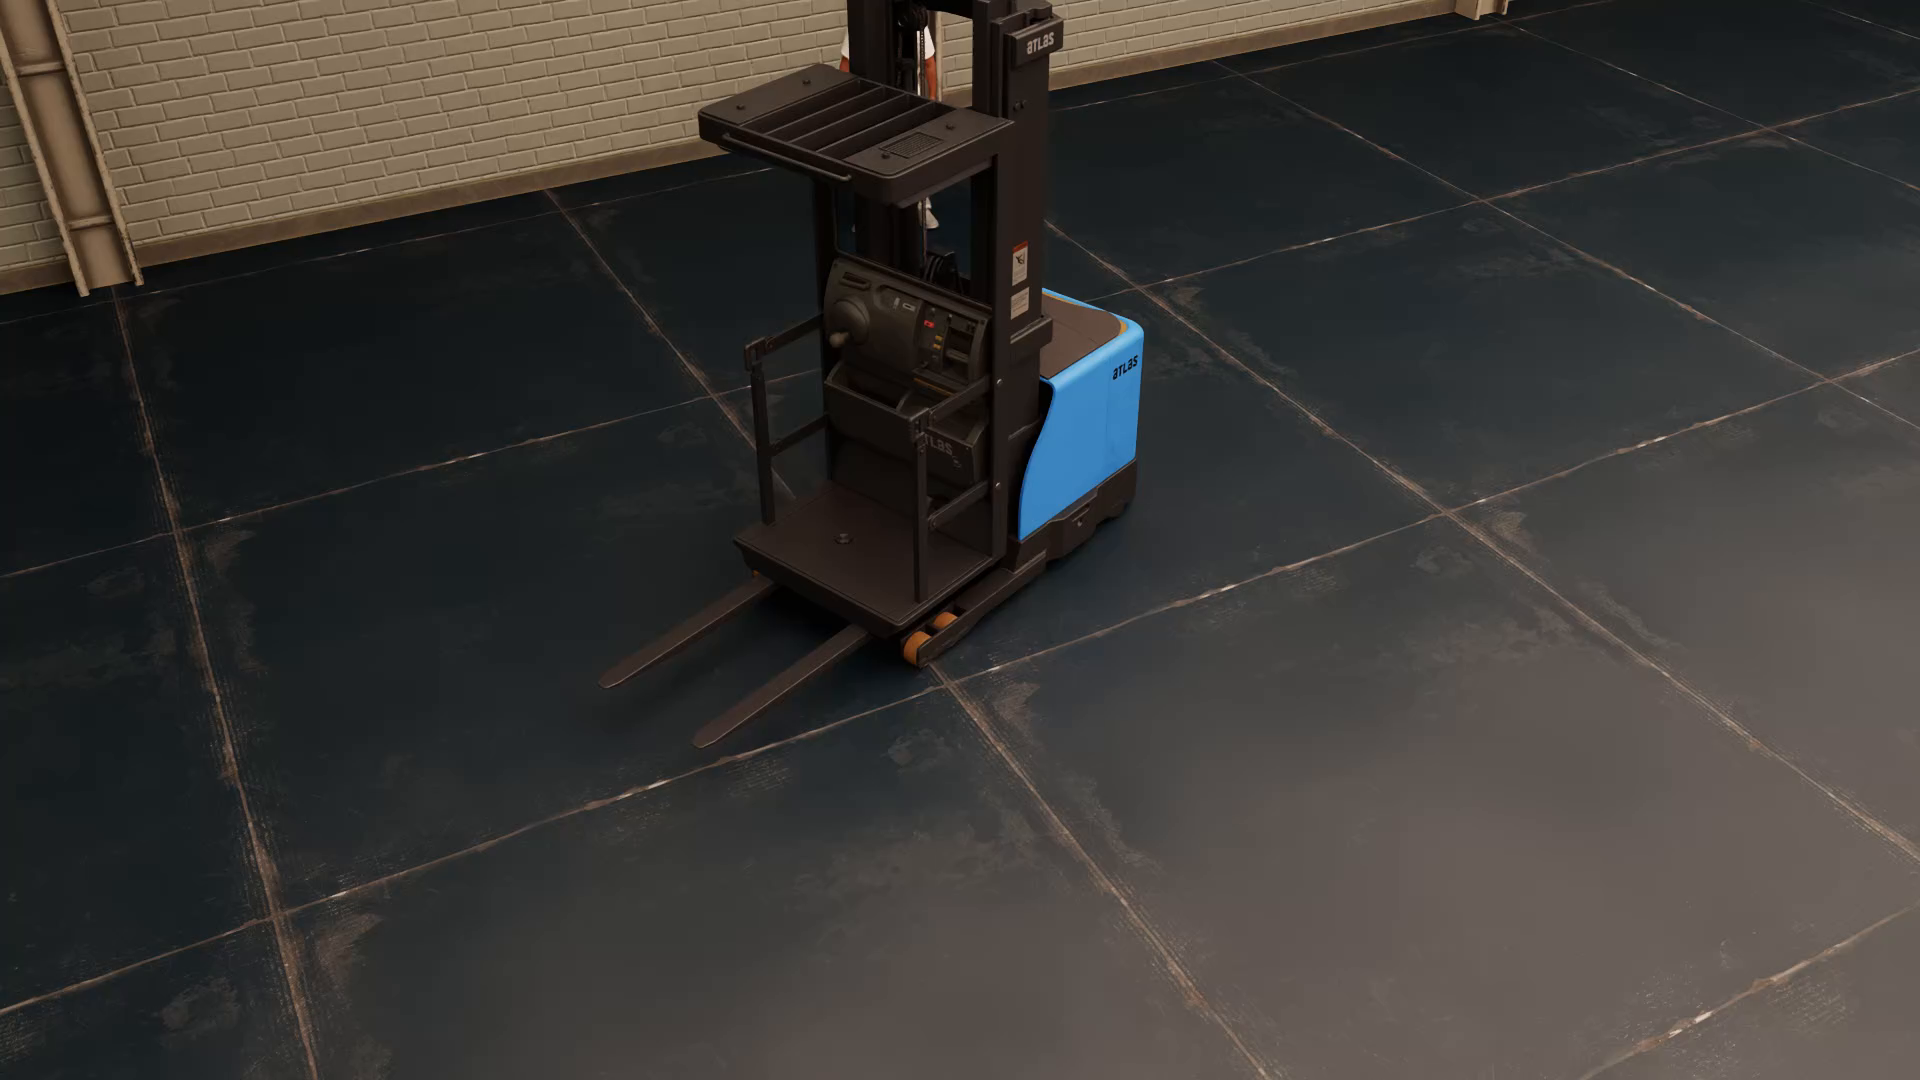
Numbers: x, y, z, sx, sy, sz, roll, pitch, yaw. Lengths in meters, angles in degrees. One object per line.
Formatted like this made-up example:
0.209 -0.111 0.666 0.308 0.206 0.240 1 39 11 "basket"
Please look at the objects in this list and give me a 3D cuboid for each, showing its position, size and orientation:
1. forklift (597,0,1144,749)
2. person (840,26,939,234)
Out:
-0.390 -0.927 7.434 1.130 2.935 3.031 26 43 31 "forklift"
-0.488 -2.984 11.356 0.678 1.765 0.463 -3 35 -4 "person"
